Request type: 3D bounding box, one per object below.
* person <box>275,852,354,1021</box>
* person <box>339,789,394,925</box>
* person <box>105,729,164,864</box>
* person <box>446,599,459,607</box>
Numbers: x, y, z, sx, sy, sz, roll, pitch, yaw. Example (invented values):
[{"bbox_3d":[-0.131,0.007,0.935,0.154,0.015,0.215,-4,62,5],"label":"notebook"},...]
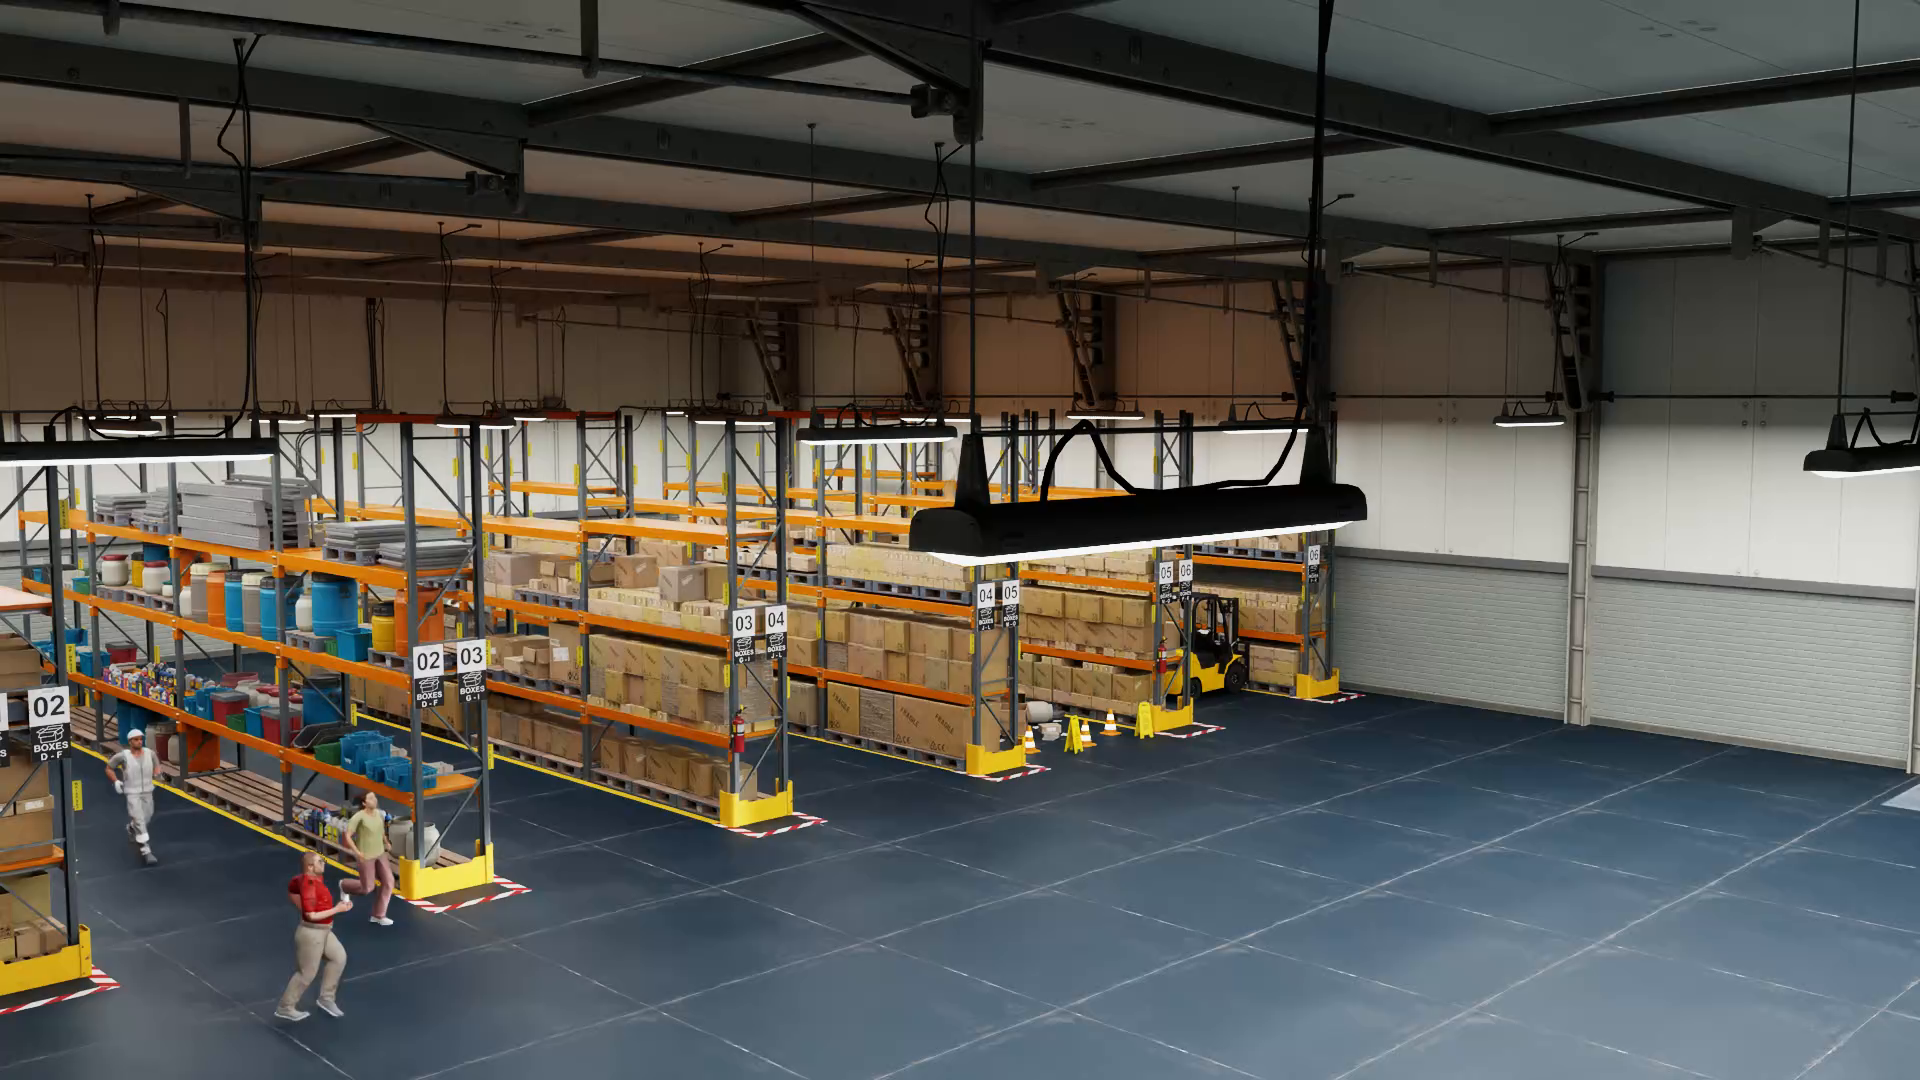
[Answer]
[{"bbox_3d":[-6.518,4.028,16.789,0.782,1.789,0.643,-1,5,-15],"label":"person"},{"bbox_3d":[-7.127,3.798,20.014,0.734,1.620,0.585,3,6,29],"label":"person"},{"bbox_3d":[-11.262,3.469,22.742,0.957,1.790,0.648,4,6,39],"label":"person"},{"bbox_3d":[-12.081,2.048,39.464,0.773,1.705,0.819,3,6,31],"label":"person"}]
